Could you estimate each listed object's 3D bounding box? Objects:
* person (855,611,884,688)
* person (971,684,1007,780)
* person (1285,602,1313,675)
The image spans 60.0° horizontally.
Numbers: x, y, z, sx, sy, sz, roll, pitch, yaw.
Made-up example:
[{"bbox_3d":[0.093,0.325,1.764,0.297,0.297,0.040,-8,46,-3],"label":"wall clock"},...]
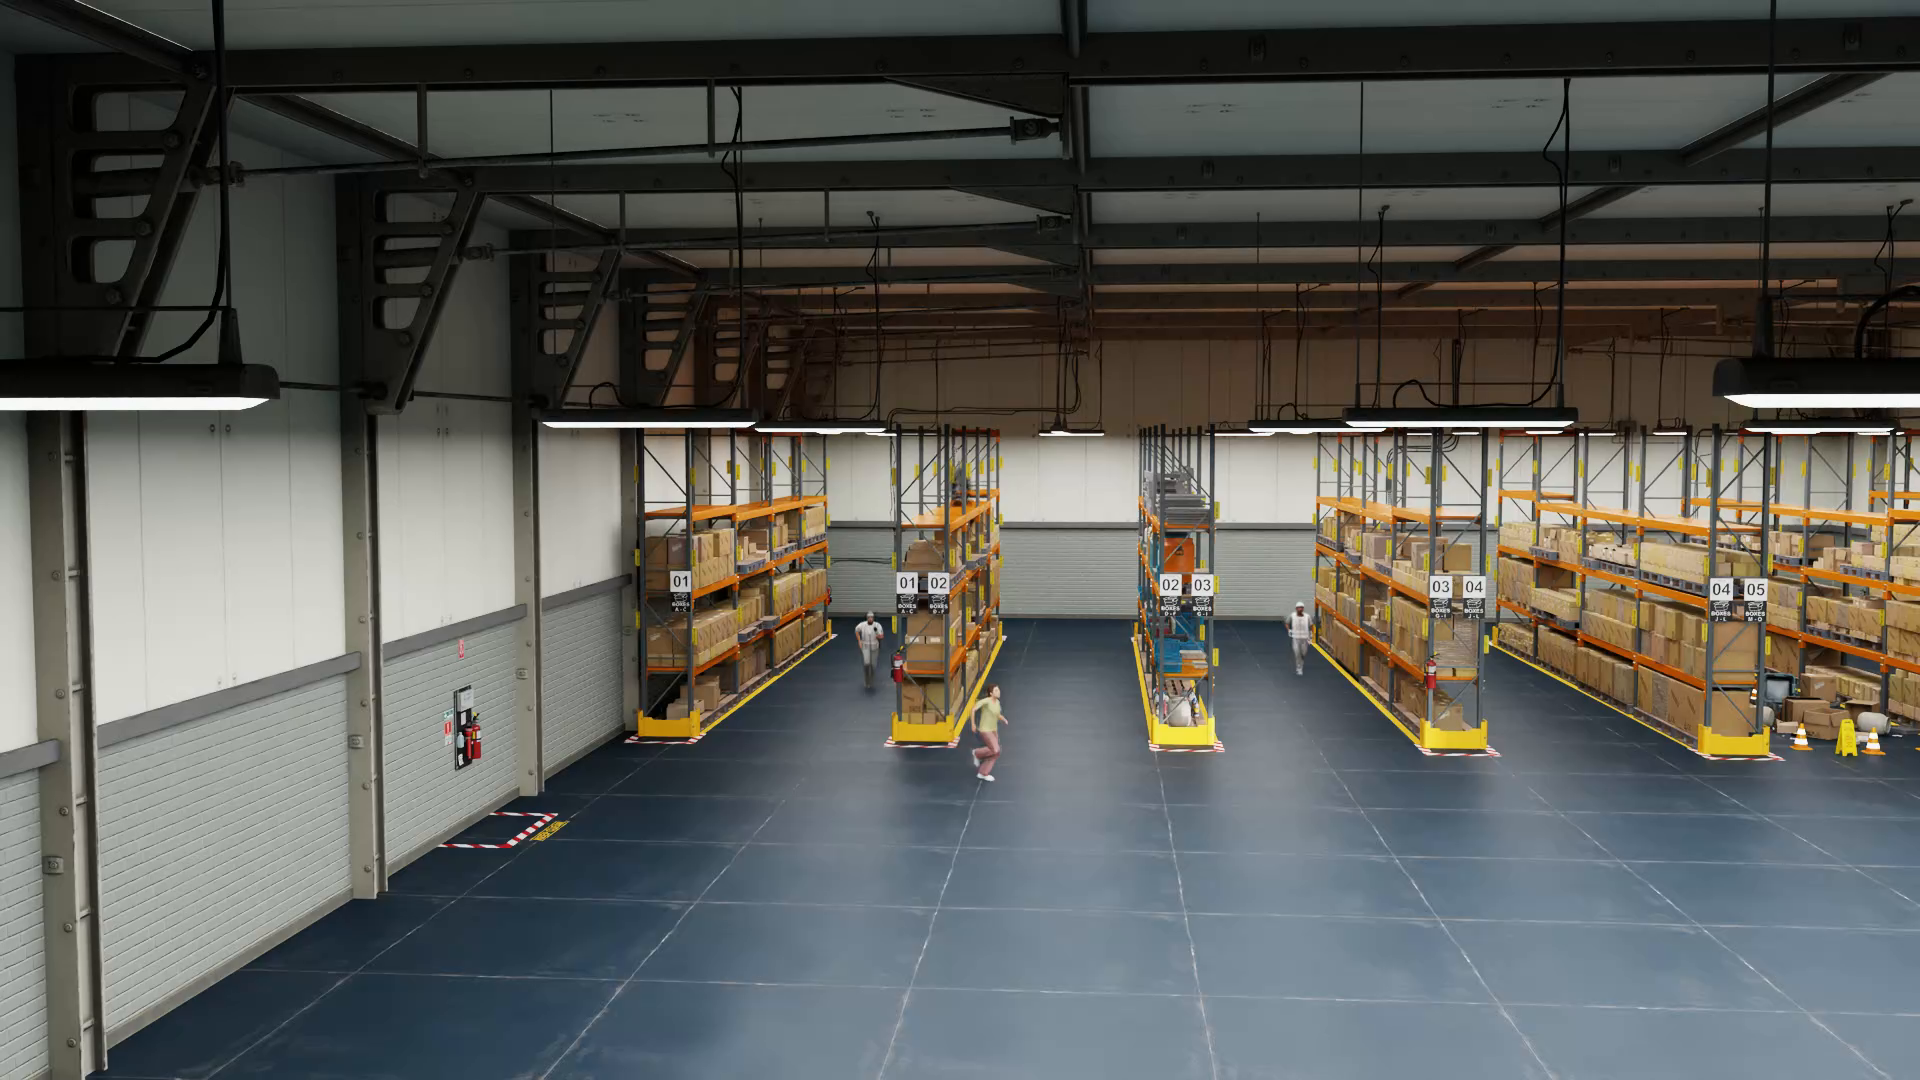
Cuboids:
[{"bbox_3d":[-2.084,2.530,38.357,0.660,1.824,0.799,0,3,-6],"label":"person"},{"bbox_3d":[0.495,3.226,27.953,0.626,1.617,0.620,3,4,38],"label":"person"},{"bbox_3d":[8.274,2.390,40.554,0.681,1.759,0.778,0,3,6],"label":"person"}]
